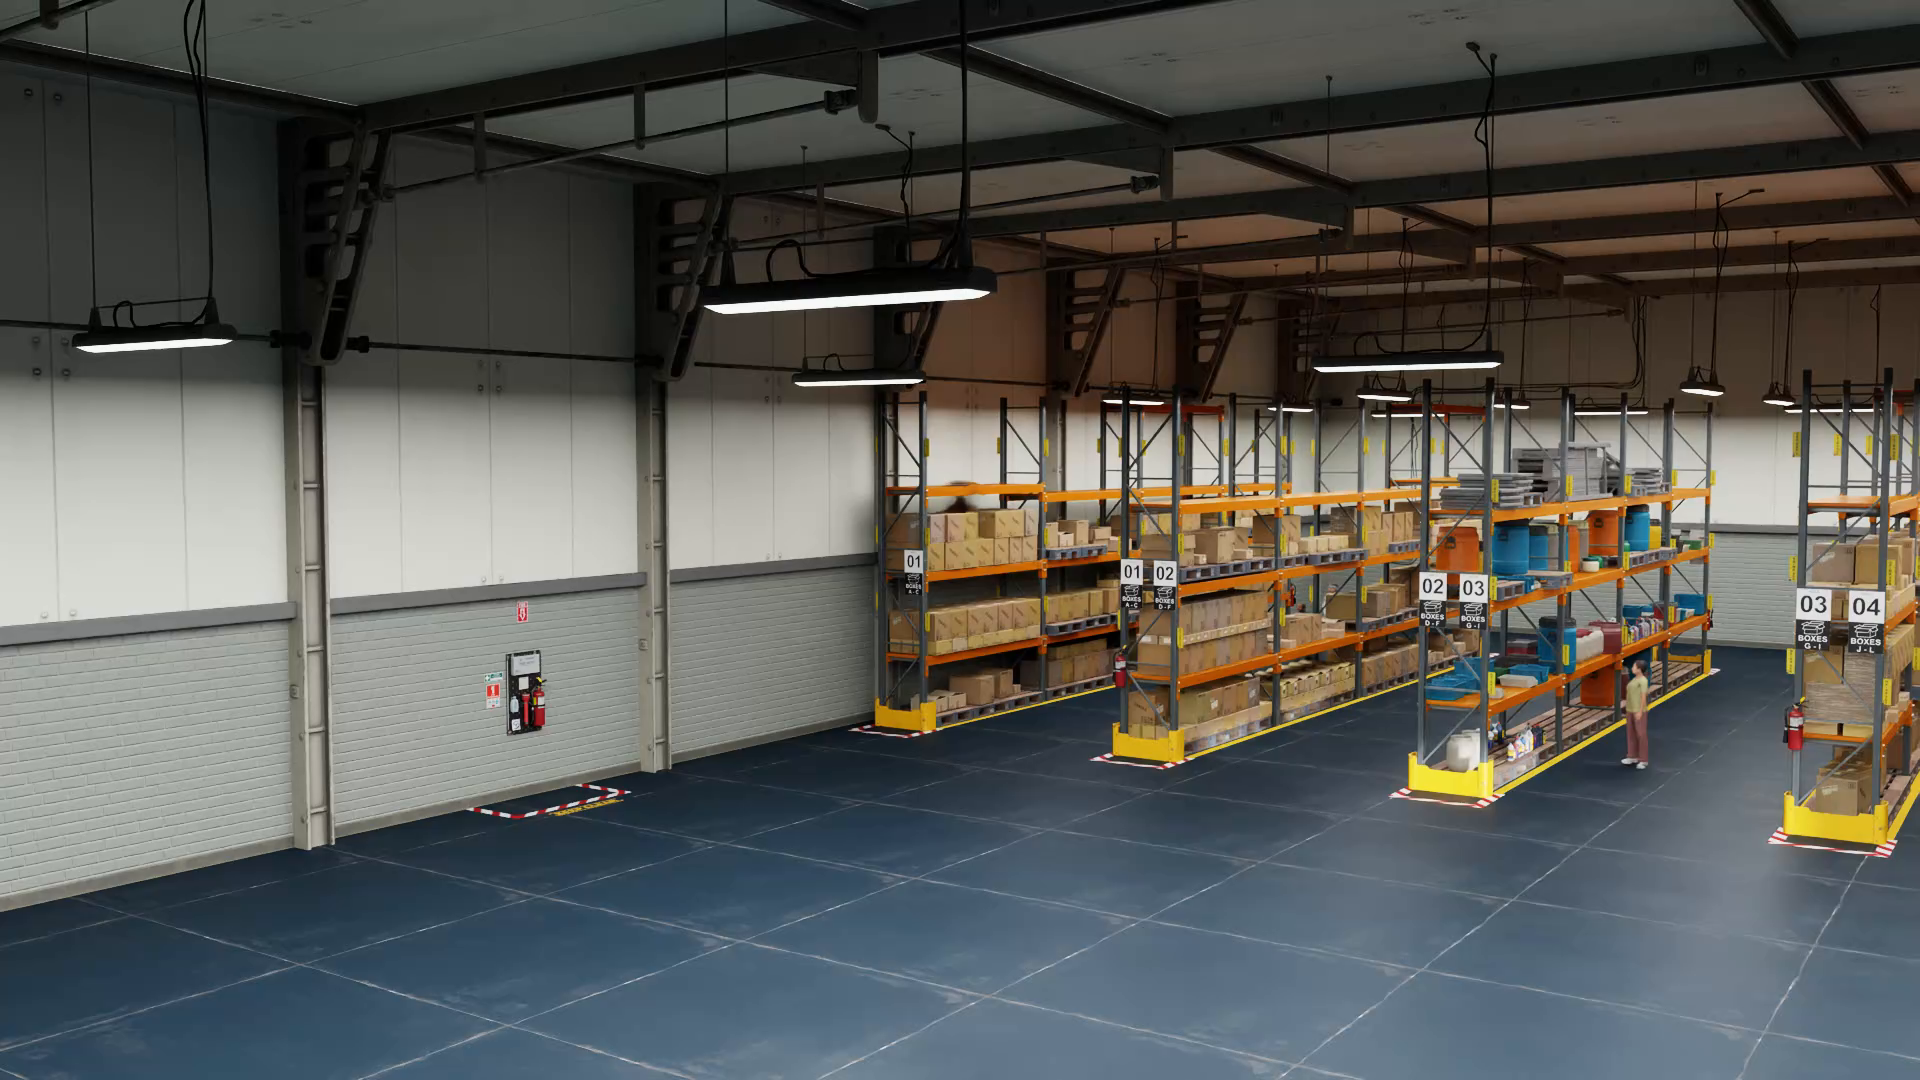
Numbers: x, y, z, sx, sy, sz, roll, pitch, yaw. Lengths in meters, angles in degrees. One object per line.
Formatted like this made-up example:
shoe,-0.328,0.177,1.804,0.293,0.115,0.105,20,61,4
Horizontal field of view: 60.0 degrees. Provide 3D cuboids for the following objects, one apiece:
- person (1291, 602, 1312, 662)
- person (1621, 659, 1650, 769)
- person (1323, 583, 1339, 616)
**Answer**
person,7.414,2.152,36.140,0.590,1.609,1.006,2,4,35
person,10.655,2.726,26.135,0.338,1.704,0.438,-1,3,-16
person,9.357,1.897,41.677,0.546,1.671,0.935,1,3,19
